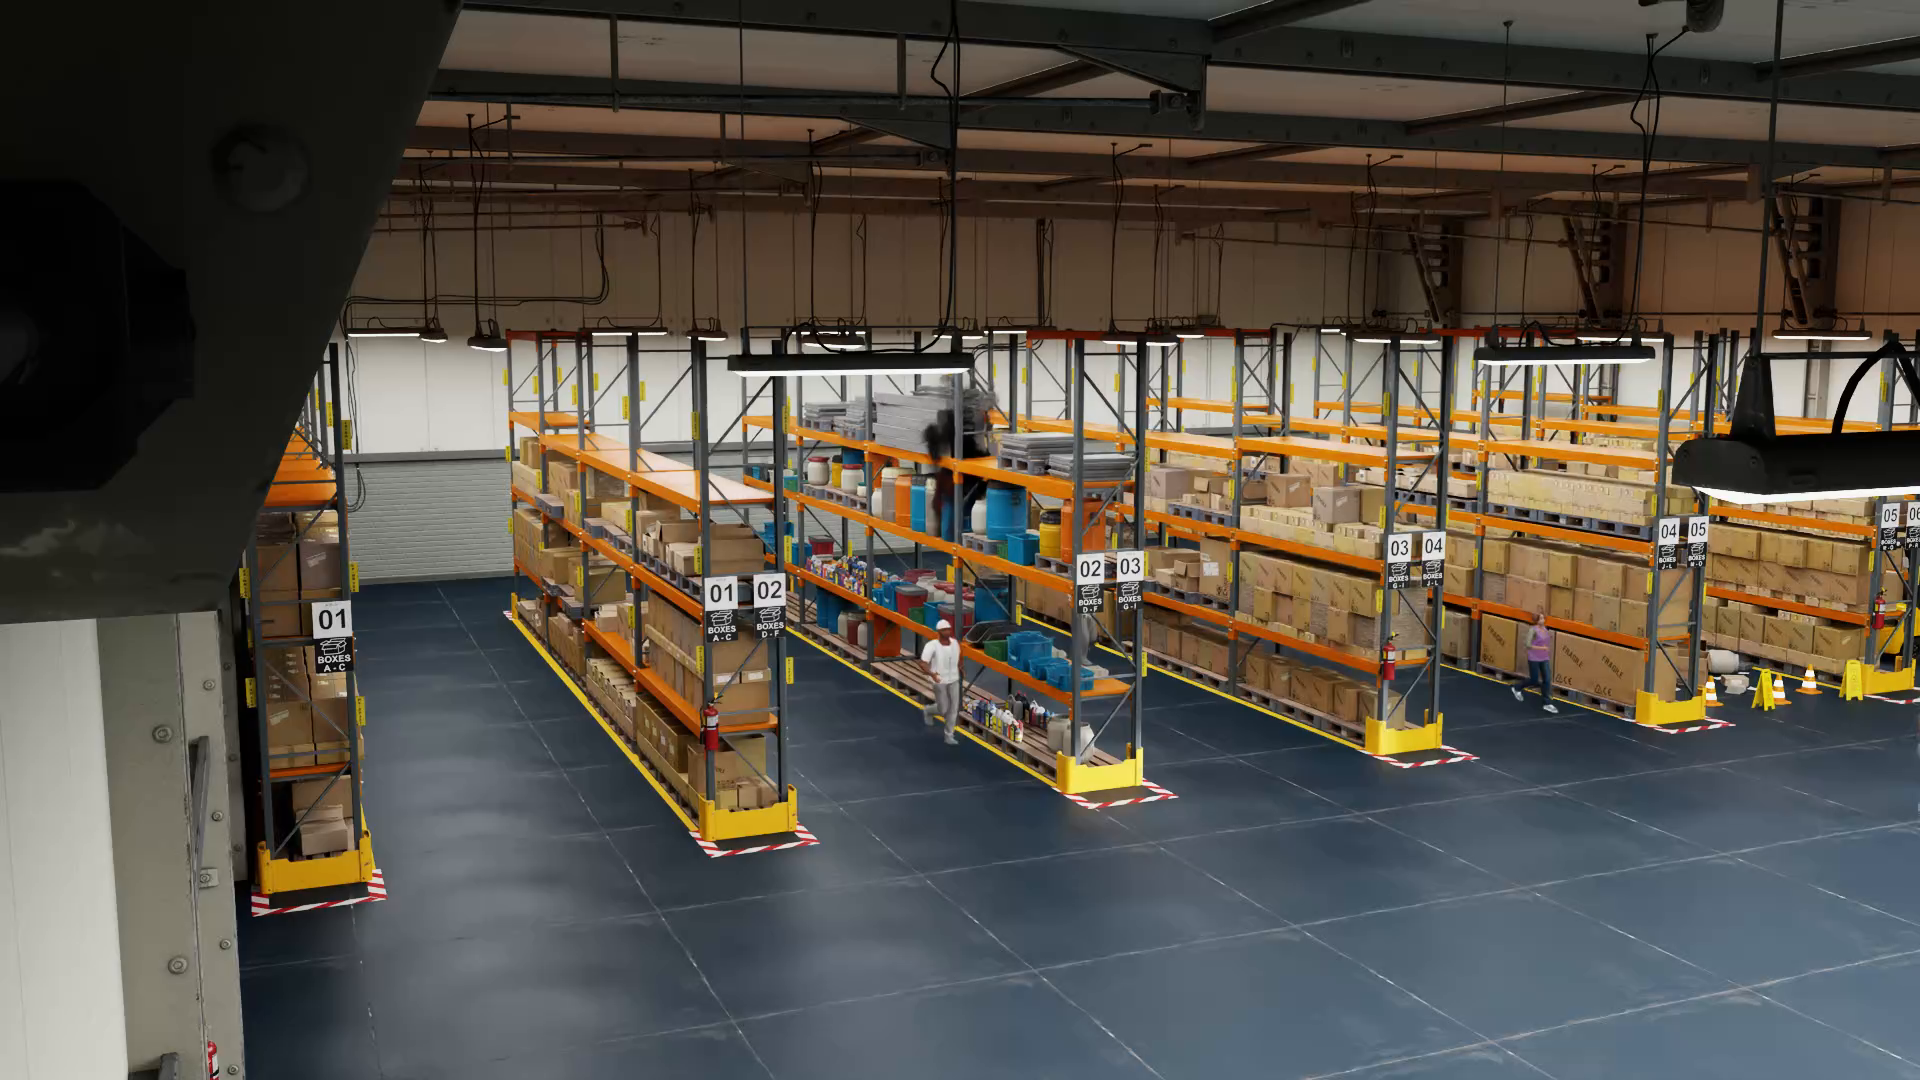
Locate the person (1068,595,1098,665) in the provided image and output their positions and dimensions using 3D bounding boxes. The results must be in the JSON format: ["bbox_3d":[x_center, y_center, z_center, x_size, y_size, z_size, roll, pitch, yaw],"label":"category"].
[{"bbox_3d":[2.154,1.329,28.742,0.573,1.651,0.538,-4,9,-29],"label":"person"}]

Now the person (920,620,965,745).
[{"bbox_3d":[-0.222,1.990,23.513,0.700,1.749,0.801,-5,9,-30],"label":"person"}]

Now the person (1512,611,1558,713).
[{"bbox_3d":[9.230,1.920,26.572,0.541,1.572,0.867,-4,9,-29],"label":"person"}]
